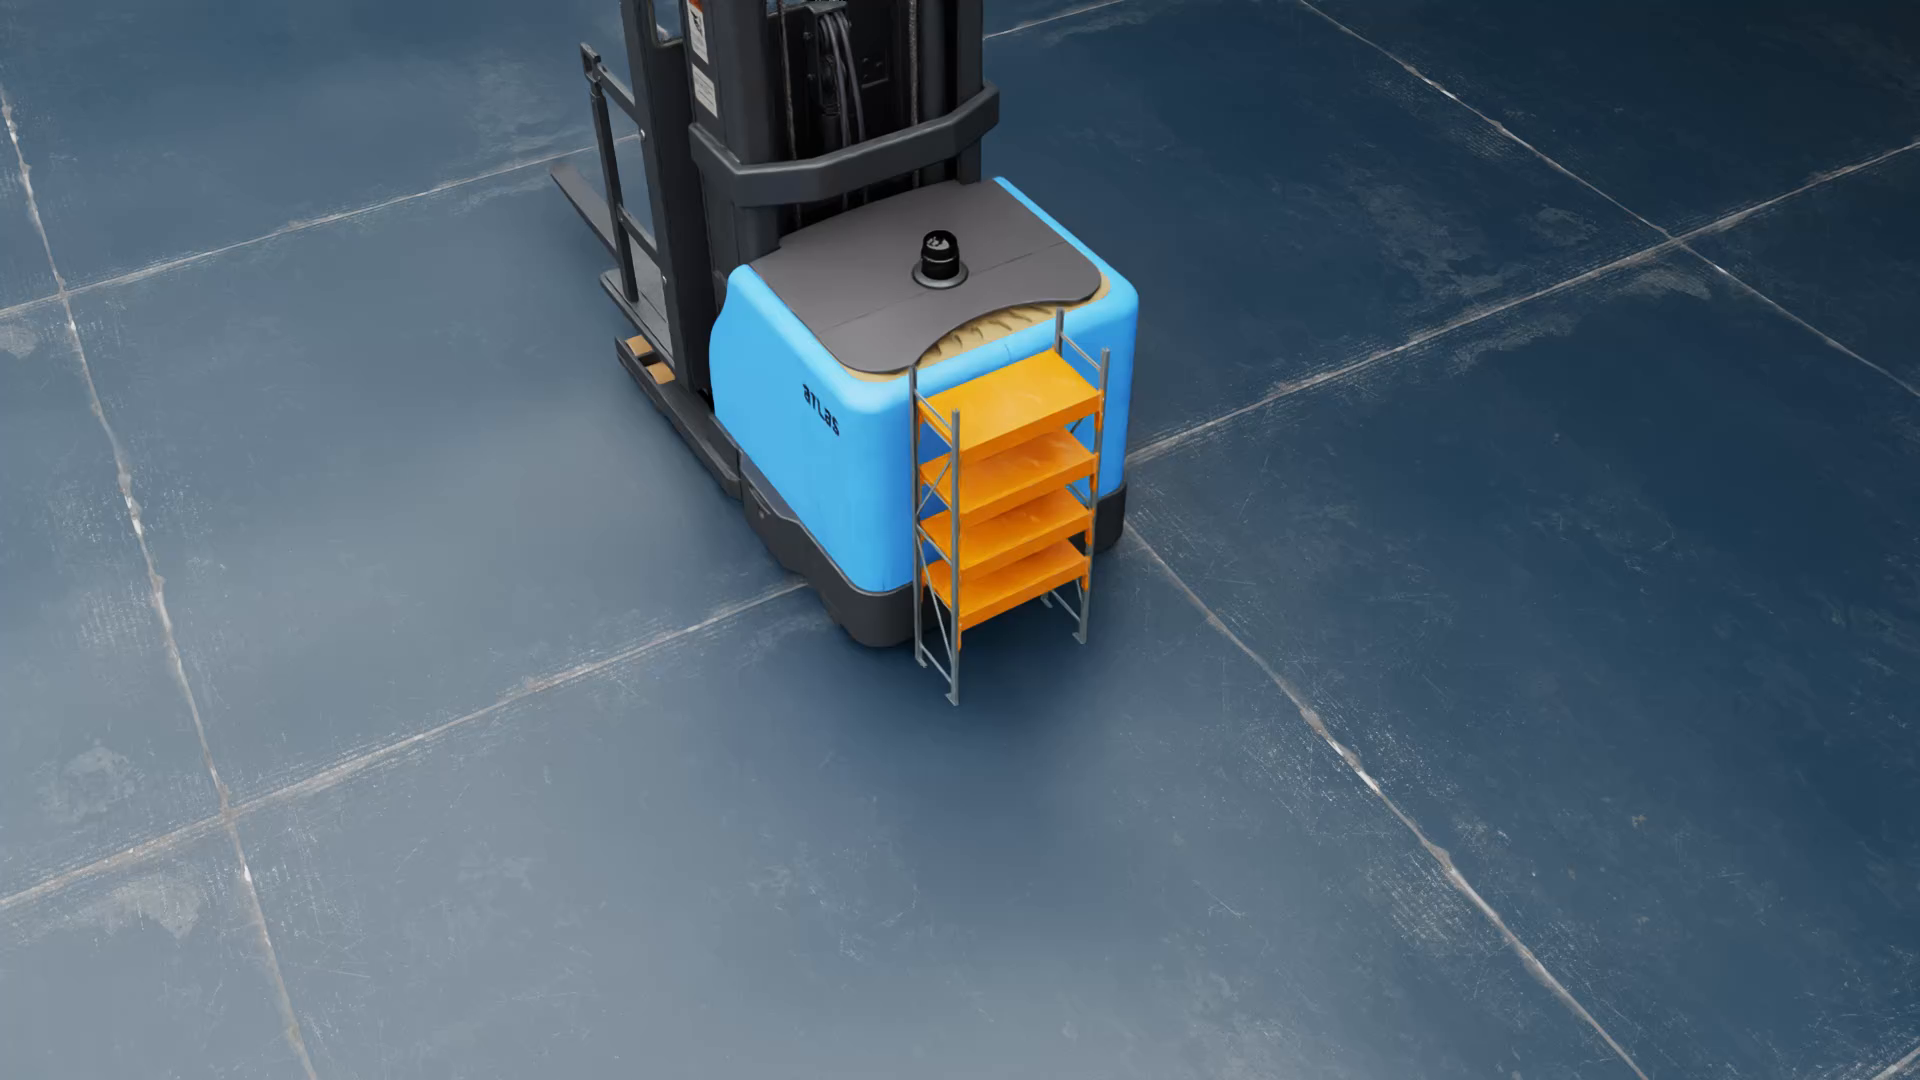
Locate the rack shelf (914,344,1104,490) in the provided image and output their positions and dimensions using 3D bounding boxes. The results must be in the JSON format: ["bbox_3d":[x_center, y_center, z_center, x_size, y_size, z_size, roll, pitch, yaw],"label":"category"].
[{"bbox_3d":[0.135,-0.351,4.684,0.480,0.148,0.258,-24,49,-23],"label":"rack shelf"}]

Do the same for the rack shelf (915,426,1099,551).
[{"bbox_3d":[0.134,-0.182,4.850,0.480,0.148,0.258,-24,49,-23],"label":"rack shelf"}]

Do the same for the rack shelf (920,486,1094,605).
[{"bbox_3d":[0.134,-0.022,5.007,0.480,0.148,0.258,-24,49,-23],"label":"rack shelf"}]

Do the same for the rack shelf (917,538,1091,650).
[{"bbox_3d":[0.133,0.119,5.146,0.480,0.148,0.258,-24,49,-23],"label":"rack shelf"}]

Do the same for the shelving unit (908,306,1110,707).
[{"bbox_3d":[0.134,-0.070,4.960,0.503,1.200,0.258,-24,49,-23],"label":"shelving unit"}]

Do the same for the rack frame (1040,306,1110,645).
[{"bbox_3d":[0.340,-0.161,5.053,0.015,1.200,0.240,-24,49,-23],"label":"rack frame"}]

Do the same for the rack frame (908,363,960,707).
[{"bbox_3d":[-0.072,0.020,4.866,0.015,1.200,0.240,-24,49,-23],"label":"rack frame"}]

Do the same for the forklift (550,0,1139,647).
[{"bbox_3d":[-0.655,-1.715,5.413,1.130,2.935,3.031,-24,49,-23],"label":"forklift"}]
